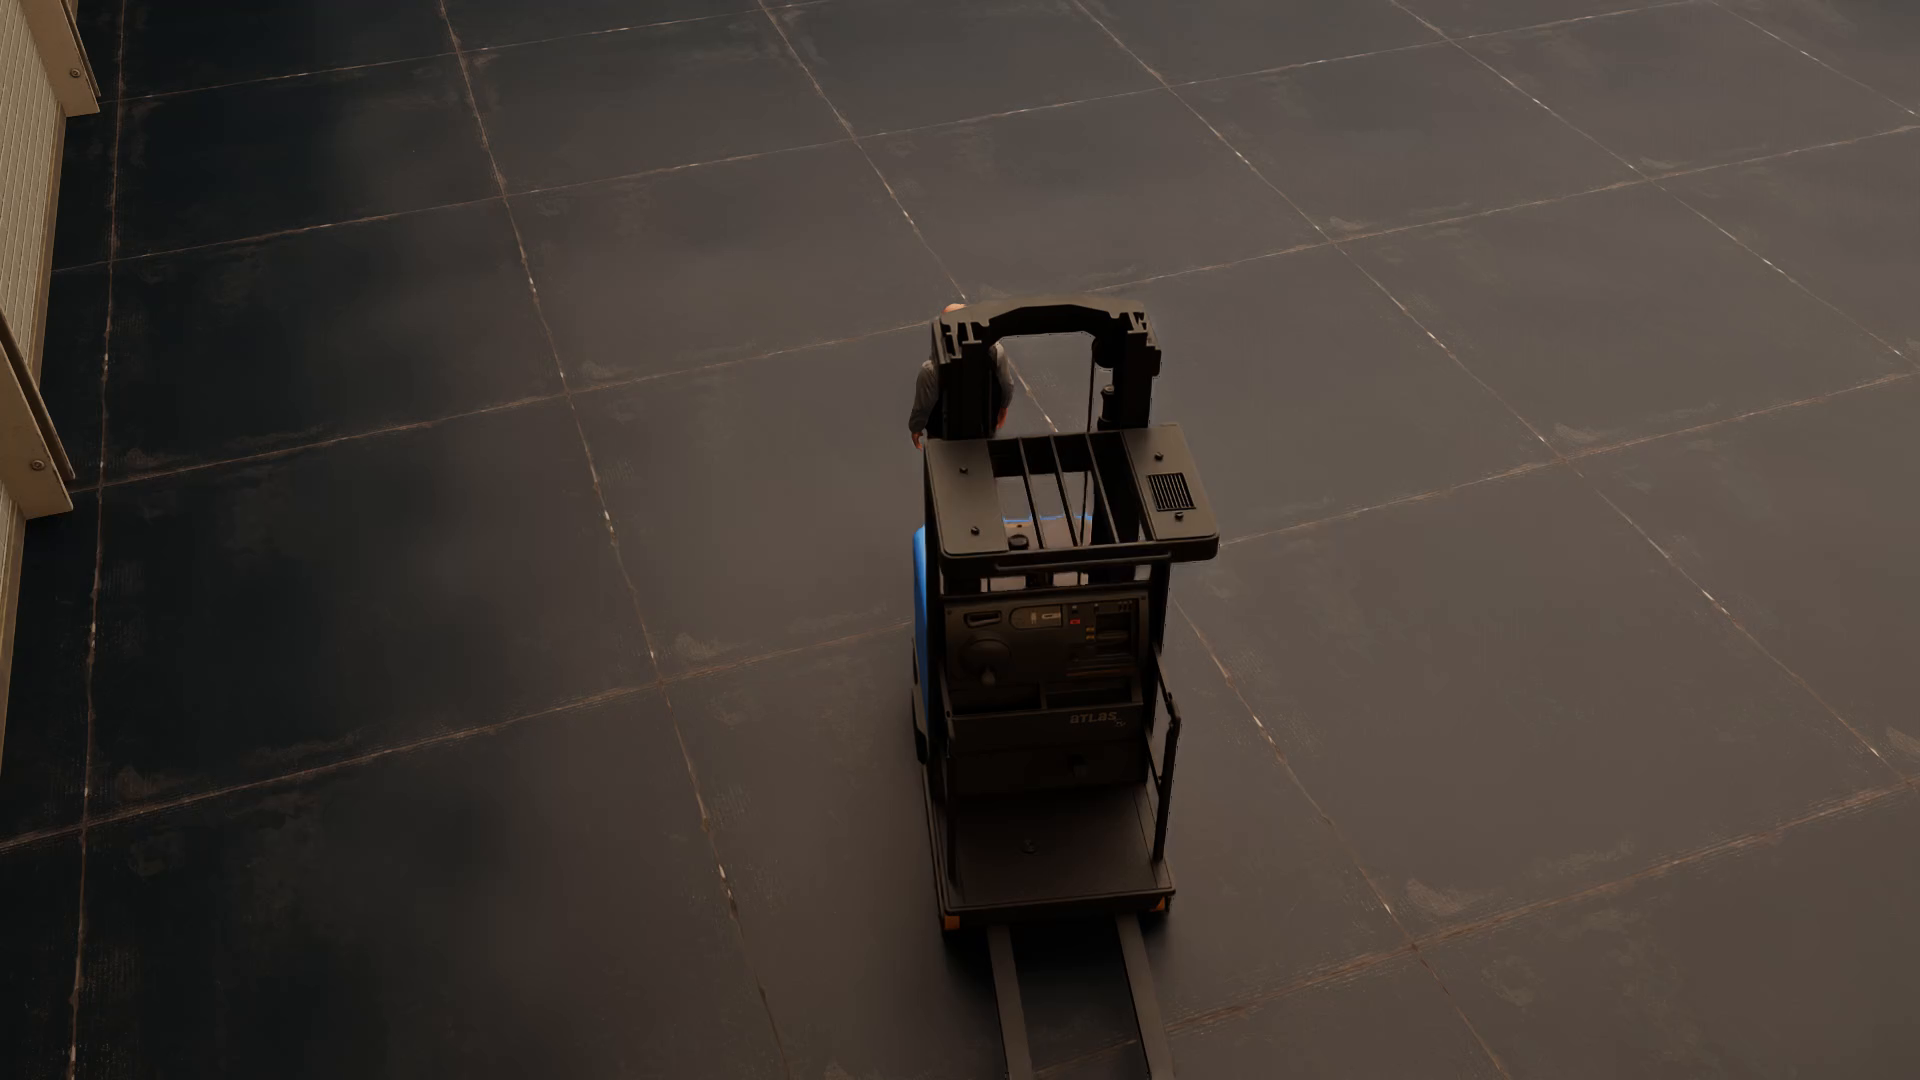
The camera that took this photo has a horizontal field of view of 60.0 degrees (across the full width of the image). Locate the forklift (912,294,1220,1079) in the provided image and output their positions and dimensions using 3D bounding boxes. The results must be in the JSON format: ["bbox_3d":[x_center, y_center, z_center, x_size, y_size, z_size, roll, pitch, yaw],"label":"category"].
[{"bbox_3d":[0.420,0.524,7.372,1.130,2.935,3.031,-4,40,-5],"label":"forklift"}]

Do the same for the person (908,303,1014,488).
[{"bbox_3d":[-0.014,-0.704,9.764,0.632,1.720,0.568,-13,42,-15],"label":"person"}]
